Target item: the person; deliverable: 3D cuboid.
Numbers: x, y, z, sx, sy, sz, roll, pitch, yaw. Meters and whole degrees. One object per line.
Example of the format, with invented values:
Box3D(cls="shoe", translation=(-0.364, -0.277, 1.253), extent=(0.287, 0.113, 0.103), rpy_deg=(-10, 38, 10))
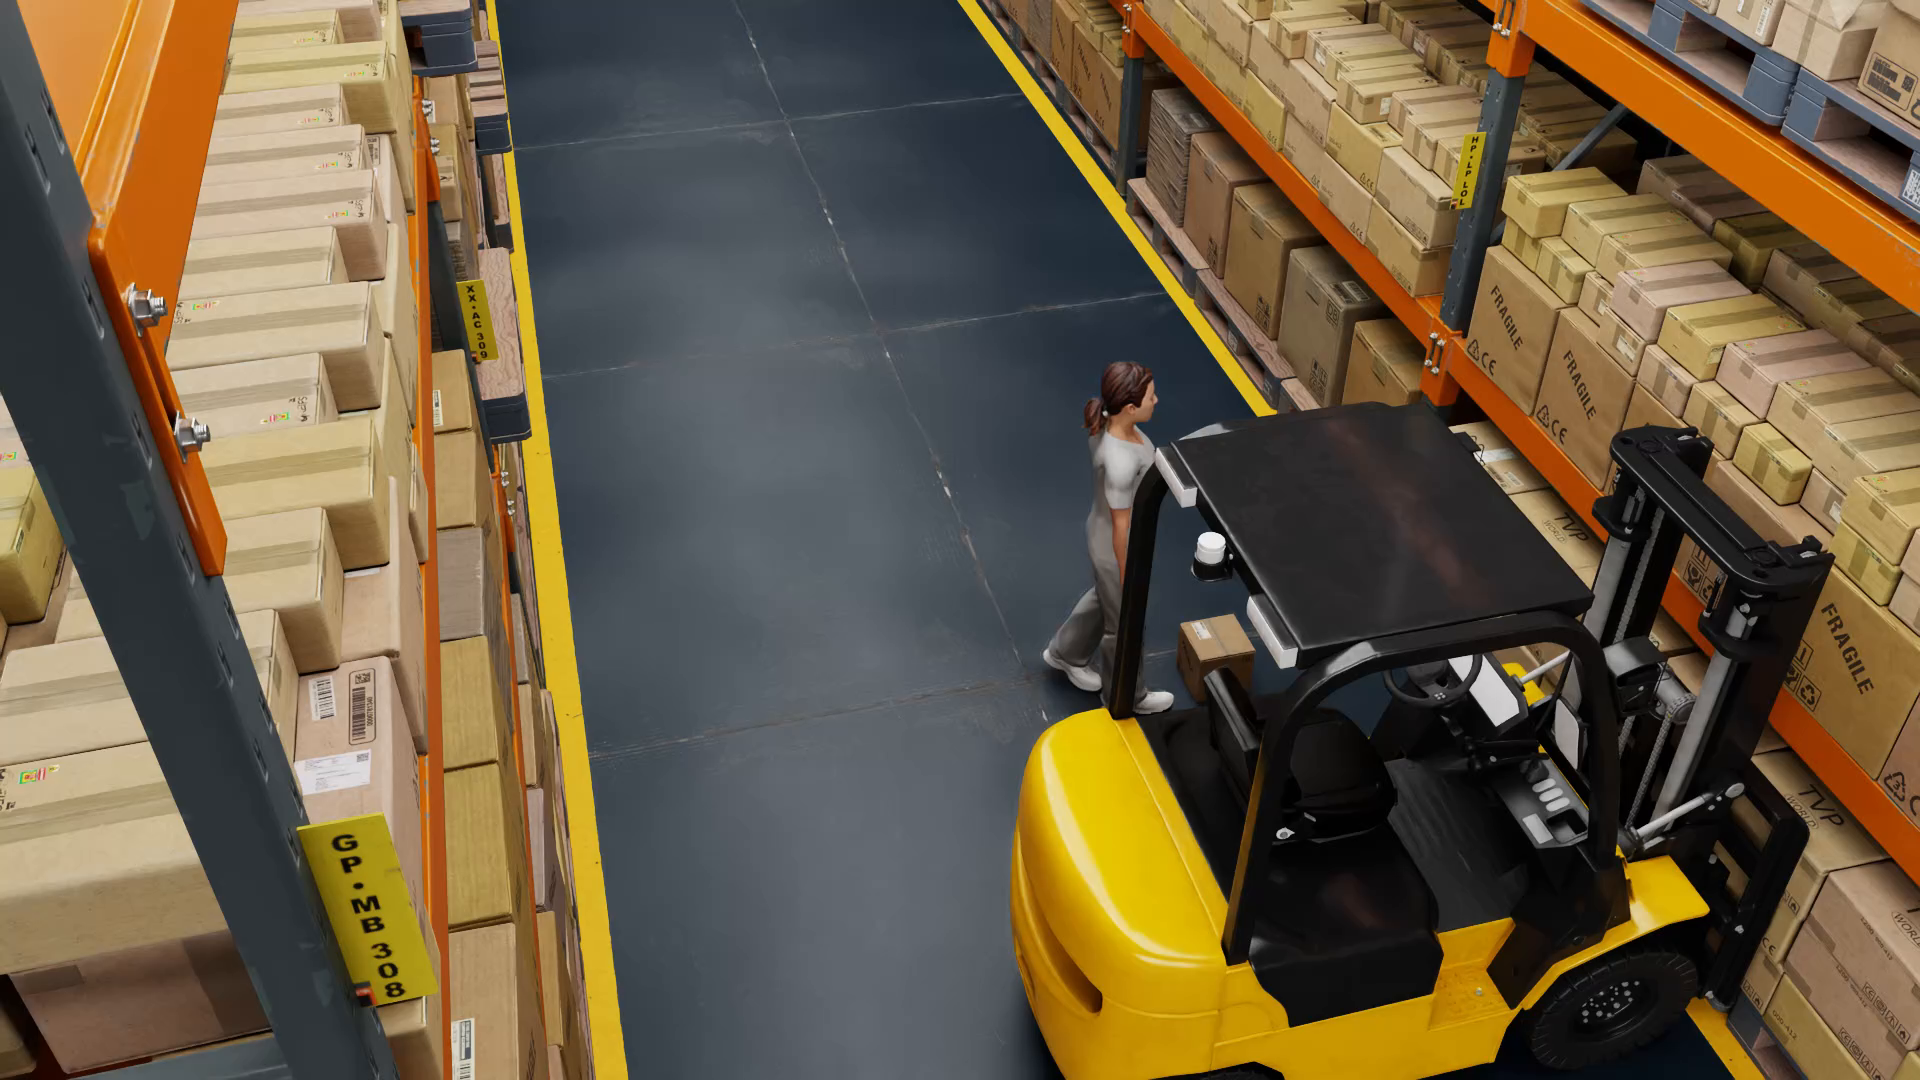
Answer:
Box3D(cls="person", translation=(0.639, 0.022, 6.679), extent=(0.548, 1.680, 0.452), rpy_deg=(-1, 38, -1))
